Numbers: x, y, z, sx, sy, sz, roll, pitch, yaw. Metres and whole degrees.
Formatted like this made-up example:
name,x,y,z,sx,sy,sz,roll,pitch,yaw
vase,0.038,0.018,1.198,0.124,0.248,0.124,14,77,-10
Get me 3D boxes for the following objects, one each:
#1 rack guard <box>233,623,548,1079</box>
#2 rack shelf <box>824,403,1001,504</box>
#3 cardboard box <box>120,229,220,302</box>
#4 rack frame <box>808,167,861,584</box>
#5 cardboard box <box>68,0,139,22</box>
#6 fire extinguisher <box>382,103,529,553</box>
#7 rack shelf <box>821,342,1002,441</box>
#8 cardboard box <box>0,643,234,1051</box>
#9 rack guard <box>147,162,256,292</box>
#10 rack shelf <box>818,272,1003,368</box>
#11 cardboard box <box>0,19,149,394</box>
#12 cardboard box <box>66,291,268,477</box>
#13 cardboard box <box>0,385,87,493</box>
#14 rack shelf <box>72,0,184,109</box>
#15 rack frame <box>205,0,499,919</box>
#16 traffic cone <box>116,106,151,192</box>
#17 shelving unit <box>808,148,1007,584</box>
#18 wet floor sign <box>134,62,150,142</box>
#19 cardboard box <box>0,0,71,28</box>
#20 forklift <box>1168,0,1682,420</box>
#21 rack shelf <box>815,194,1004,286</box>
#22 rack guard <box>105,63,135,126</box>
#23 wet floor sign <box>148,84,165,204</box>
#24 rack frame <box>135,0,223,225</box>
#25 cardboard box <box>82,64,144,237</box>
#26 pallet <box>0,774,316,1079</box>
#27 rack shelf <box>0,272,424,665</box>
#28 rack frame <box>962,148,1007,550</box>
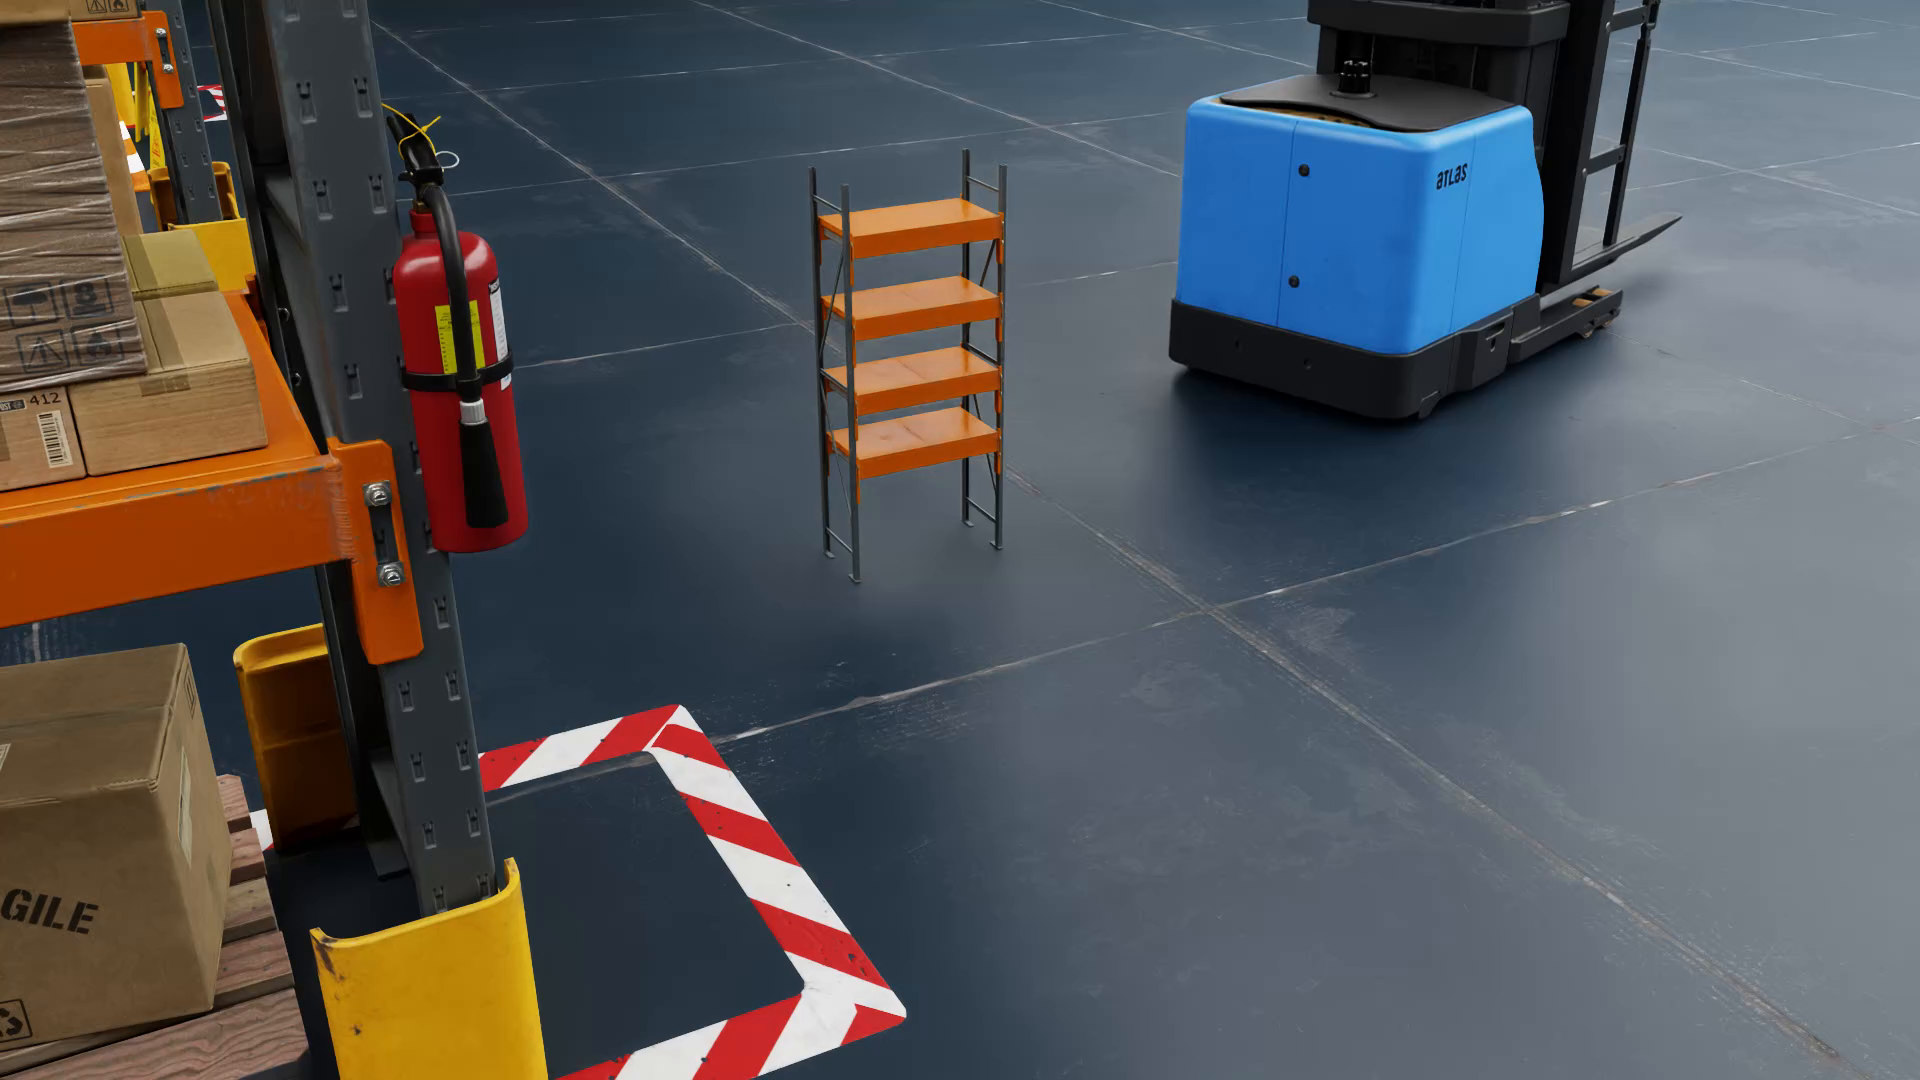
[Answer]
name,x,y,z,sx,sy,sz,roll,pitch,yaw
rack guard,-1.165,0.639,3.342,0.348,0.500,1.175,-13,29,-25
rack shelf,-0.146,-0.268,5.035,0.480,0.148,0.258,-13,29,-25
cardboard box,-1.462,-0.423,2.956,0.250,0.149,0.380,-13,29,-25
rack frame,-0.361,-0.457,4.817,0.015,1.200,0.240,-13,29,-25
cardboard box,-3.649,-2.393,6.595,0.550,0.550,0.875,-13,29,-25
fire extinguisher,-0.780,-0.316,2.532,0.183,0.674,0.296,-13,29,-25
rack shelf,-0.146,-0.447,4.949,0.480,0.148,0.258,-13,29,-25
cardboard box,-1.657,0.555,3.032,0.500,0.500,0.500,-8,27,-16
rack guard,-3.322,-1.296,7.373,0.348,0.500,1.175,-13,29,-25
rack shelf,-0.146,-0.648,4.852,0.480,0.148,0.258,-13,29,-25
cardboard box,-1.596,-0.581,2.536,0.500,0.500,0.875,-13,29,-25
cardboard box,-1.252,-0.253,2.602,0.250,0.149,0.380,-13,29,-25
cardboard box,-1.473,-0.203,2.497,0.250,0.149,0.380,-13,29,-25
rack shelf,-5.107,-1.687,6.129,4.000,0.370,1.077,-13,29,-25
rack frame,-1.098,-0.504,2.833,0.127,3.000,1.000,-13,29,-25
traffic cone,-4.711,-2.210,9.318,0.334,0.463,0.336,-13,29,-25
shelving unit,-0.146,-0.507,4.920,0.503,1.200,0.258,-13,29,-25
wet floor sign,-5.090,-2.857,10.455,0.232,0.644,0.267,-4,26,-7
cardboard box,-1.467,-0.927,2.101,0.500,0.500,0.500,-13,29,-25
forklift,2.199,-2.306,6.666,1.130,2.935,3.031,22,33,38
rack shelf,-0.146,-0.861,4.750,0.480,0.148,0.258,-13,29,-25
rack guard,-5.828,-3.146,11.225,0.348,0.500,1.175,-13,29,-25
wet floor sign,-4.249,-2.119,8.918,0.232,0.644,0.267,-19,31,-34
rack frame,-3.343,-2.418,6.821,0.127,3.000,1.000,-13,29,-25
cardboard box,-3.910,-1.486,6.850,0.875,0.875,0.875,-13,28,-25
pallet,-1.898,0.921,3.088,1.213,0.211,1.003,-13,29,-25
rack shelf,-2.863,0.228,2.140,4.000,0.370,1.077,-13,29,-25
rack frame,0.069,-0.557,5.024,0.015,1.200,0.240,-13,29,-25
